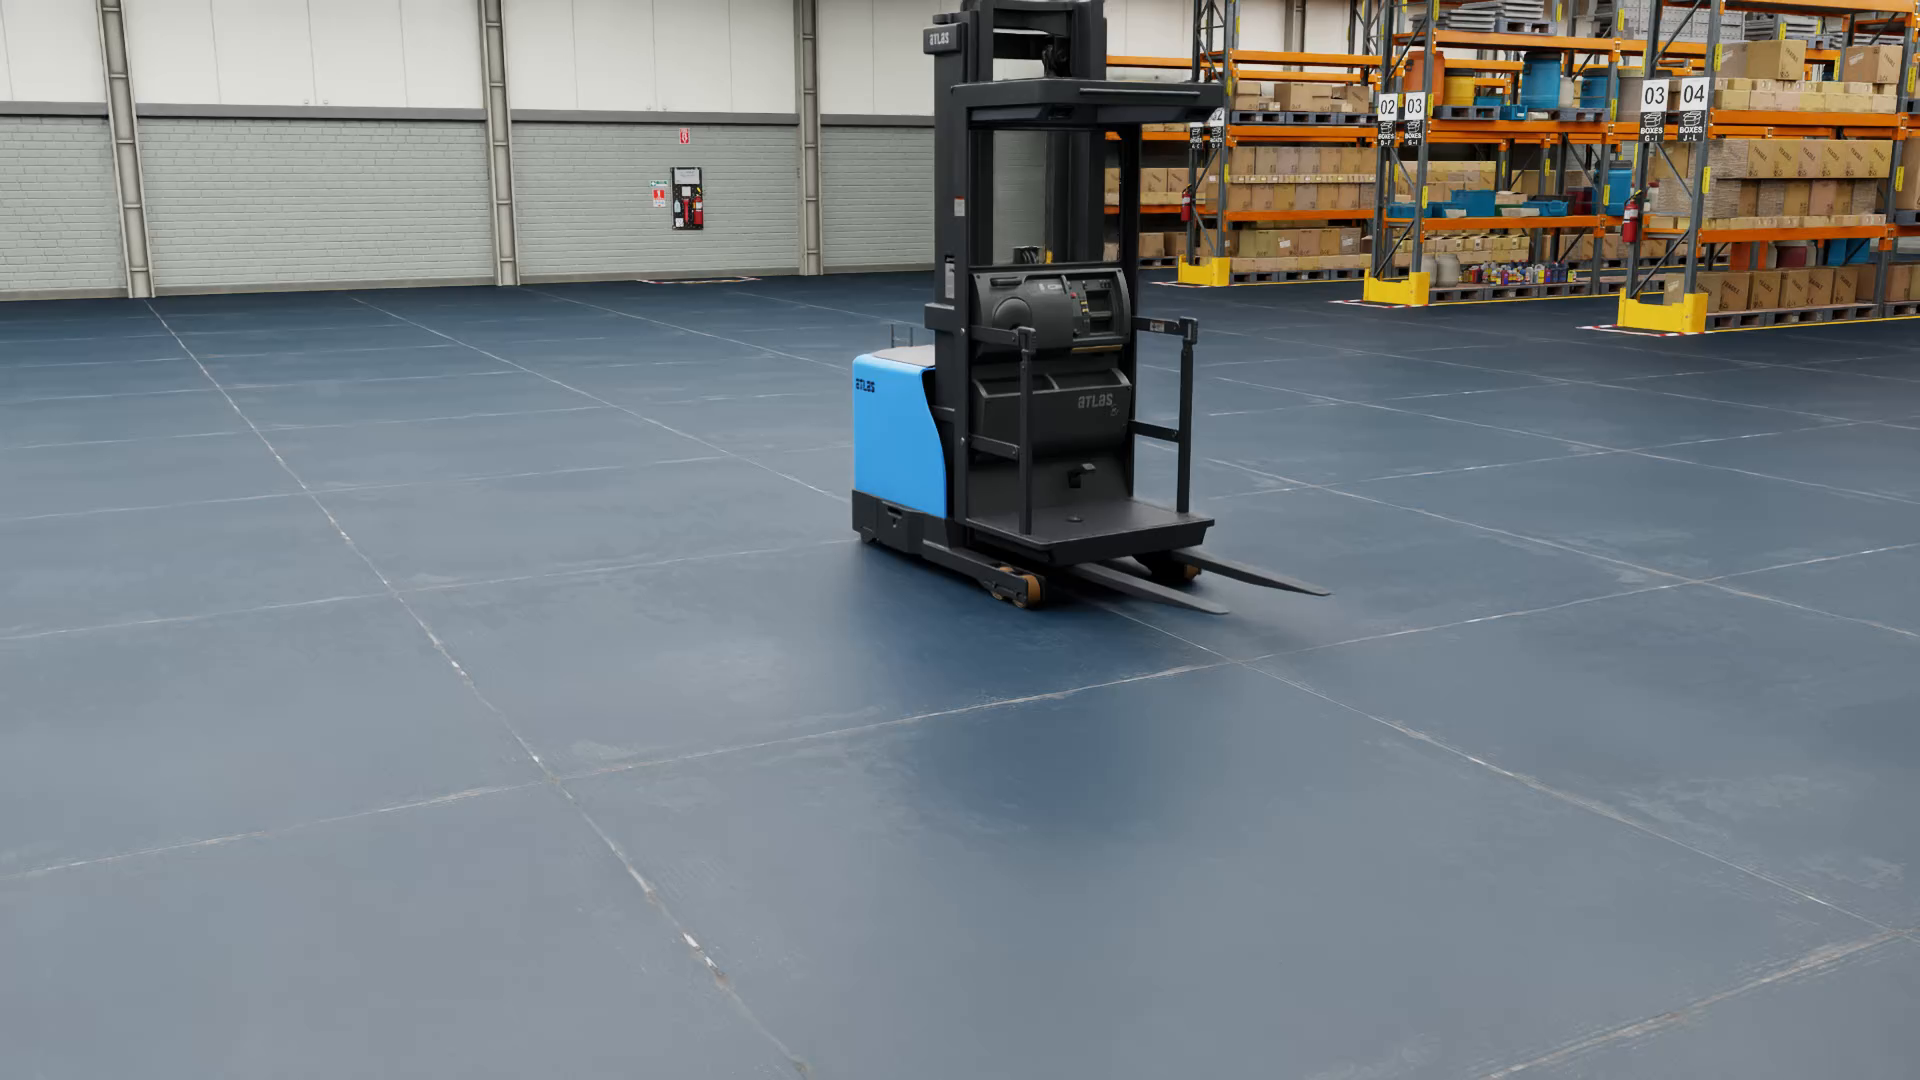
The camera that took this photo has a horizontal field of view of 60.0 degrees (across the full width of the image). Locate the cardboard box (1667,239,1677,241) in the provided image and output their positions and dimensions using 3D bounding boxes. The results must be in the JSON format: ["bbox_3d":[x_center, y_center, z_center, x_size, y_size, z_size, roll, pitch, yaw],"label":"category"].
[{"bbox_3d":[15.380,-6.542,36.538,0.500,0.500,0.500,-7,14,-28],"label":"cardboard box"}]

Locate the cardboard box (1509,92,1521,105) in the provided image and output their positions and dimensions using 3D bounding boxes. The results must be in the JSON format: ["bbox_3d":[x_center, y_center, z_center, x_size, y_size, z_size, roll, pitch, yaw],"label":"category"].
[{"bbox_3d":[13.399,-10.417,39.683,0.500,0.500,0.500,-7,14,-28],"label":"cardboard box"}]

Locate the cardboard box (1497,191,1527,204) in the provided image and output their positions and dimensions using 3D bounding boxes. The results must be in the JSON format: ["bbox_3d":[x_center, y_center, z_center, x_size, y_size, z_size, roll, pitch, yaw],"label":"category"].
[{"bbox_3d":[11.165,-6.938,33.810,0.500,0.311,0.500,-6,14,-24],"label":"cardboard box"}]

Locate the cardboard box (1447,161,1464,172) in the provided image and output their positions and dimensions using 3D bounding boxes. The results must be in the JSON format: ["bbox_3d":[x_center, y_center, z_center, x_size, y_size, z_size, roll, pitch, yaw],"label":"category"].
[{"bbox_3d":[11.451,-8.752,39.008,0.500,0.250,0.500,-7,14,-27],"label":"cardboard box"}]

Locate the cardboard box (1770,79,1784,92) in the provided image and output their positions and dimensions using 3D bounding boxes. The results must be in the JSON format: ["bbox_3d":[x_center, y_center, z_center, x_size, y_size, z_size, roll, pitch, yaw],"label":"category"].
[{"bbox_3d":[10.504,-5.928,21.721,0.250,0.149,0.380,-7,14,-28],"label":"cardboard box"}]

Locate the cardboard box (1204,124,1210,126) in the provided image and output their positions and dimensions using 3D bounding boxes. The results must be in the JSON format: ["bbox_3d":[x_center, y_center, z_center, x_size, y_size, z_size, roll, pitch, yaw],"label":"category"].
[{"bbox_3d":[5.290,-8.966,35.512,0.500,0.500,0.500,-6,14,-26],"label":"cardboard box"}]

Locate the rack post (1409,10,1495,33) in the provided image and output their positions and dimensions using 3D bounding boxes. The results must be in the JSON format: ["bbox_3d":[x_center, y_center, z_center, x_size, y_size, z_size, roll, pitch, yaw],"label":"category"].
[{"bbox_3d":[7.578,-7.953,25.590,0.954,0.300,0.937,-5,14,-22],"label":"rack post"}]

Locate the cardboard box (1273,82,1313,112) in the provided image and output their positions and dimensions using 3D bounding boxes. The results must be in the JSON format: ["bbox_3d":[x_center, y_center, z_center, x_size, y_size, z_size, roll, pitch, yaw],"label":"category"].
[{"bbox_3d":[6.072,-8.077,30.333,0.500,0.500,0.500,-7,14,-28],"label":"cardboard box"}]

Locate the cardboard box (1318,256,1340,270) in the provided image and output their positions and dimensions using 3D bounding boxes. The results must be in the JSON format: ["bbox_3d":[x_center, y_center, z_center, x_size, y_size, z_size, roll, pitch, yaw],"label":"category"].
[{"bbox_3d":[6.816,-5.257,31.443,0.500,0.250,0.500,-7,14,-28],"label":"cardboard box"}]

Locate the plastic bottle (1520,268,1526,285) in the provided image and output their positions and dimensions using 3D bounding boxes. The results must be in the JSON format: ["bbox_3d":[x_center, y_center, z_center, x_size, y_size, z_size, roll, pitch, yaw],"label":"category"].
[{"bbox_3d":[9.160,-4.297,27.083,0.097,0.271,0.097,0,13,0],"label":"plastic bottle"}]

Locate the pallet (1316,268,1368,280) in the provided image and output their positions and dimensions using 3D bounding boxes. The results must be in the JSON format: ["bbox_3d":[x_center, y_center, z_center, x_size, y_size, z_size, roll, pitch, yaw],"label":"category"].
[{"bbox_3d":[7.276,-5.155,32.033,1.213,0.211,1.003,-7,14,-28],"label":"pallet"}]

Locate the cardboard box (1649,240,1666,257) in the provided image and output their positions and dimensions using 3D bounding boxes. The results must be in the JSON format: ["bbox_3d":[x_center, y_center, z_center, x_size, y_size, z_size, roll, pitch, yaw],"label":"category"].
[{"bbox_3d":[14.720,-6.320,35.552,0.500,0.500,0.500,-7,14,-28],"label":"cardboard box"}]

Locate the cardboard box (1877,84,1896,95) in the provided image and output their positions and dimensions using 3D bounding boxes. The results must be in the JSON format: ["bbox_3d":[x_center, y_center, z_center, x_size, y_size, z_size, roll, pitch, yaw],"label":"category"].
[{"bbox_3d":[12.591,-6.176,22.822,0.250,0.149,0.380,-6,14,-26],"label":"cardboard box"}]

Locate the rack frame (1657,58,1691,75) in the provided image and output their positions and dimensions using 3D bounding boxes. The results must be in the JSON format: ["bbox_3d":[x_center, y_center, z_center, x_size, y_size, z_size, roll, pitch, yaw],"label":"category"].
[{"bbox_3d":[15.016,-10.359,35.144,0.127,3.000,1.000,-7,14,-28],"label":"rack frame"}]

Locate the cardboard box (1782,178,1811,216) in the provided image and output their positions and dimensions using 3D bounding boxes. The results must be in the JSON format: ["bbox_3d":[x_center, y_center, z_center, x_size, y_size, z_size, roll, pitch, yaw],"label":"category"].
[{"bbox_3d":[11.008,-4.677,22.655,0.500,0.500,0.875,-7,14,-28],"label":"cardboard box"}]

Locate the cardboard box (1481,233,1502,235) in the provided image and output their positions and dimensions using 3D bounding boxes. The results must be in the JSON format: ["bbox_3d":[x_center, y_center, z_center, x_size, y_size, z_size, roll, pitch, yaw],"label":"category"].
[{"bbox_3d":[10.905,-6.150,34.133,0.500,0.311,0.500,-6,14,-26],"label":"cardboard box"}]

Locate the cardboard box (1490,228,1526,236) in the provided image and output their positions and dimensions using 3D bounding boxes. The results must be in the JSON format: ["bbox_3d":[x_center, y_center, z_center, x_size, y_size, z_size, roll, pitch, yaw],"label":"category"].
[{"bbox_3d":[13.345,-7.431,40.533,0.500,0.500,0.700,-7,14,-27],"label":"cardboard box"}]

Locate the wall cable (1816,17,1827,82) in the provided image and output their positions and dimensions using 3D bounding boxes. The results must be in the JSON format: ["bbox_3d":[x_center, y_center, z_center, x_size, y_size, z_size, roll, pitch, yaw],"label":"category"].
[{"bbox_3d":[22.582,-12.688,41.061,0.112,2.526,3.097,-7,14,-28],"label":"wall cable"}]

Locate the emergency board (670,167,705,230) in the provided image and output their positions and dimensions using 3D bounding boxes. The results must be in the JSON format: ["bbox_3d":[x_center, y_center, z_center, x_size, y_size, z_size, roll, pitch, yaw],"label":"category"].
[{"bbox_3d":[-5.147,-6.481,31.574,0.643,1.169,0.194,-7,14,-28],"label":"emergency board"}]

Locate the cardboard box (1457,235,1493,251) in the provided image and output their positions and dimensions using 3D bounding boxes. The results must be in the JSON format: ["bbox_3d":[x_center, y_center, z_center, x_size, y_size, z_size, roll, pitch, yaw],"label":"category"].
[{"bbox_3d":[10.266,-5.937,33.189,0.500,0.311,0.500,-7,14,-28],"label":"cardboard box"}]

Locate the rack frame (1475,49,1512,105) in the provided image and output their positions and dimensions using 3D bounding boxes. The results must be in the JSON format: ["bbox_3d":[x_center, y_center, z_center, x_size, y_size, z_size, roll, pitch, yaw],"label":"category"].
[{"bbox_3d":[12.639,-11.313,39.384,0.127,3.000,1.000,-7,14,-28],"label":"rack frame"}]

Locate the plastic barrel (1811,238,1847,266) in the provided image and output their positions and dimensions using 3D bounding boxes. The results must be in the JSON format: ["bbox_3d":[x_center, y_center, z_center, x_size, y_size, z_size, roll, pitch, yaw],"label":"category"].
[{"bbox_3d":[16.279,-5.530,31.173,0.708,0.901,0.600,-7,14,-28],"label":"plastic barrel"}]

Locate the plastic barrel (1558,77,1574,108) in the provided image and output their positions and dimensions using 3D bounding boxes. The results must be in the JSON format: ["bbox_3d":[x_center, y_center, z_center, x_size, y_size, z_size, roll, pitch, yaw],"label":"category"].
[{"bbox_3d":[9.892,-7.351,27.399,0.421,0.512,0.421,0,13,0],"label":"plastic barrel"}]

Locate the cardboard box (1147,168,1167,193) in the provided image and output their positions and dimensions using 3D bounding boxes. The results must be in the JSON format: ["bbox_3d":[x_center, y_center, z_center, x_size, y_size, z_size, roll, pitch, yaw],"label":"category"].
[{"bbox_3d":[4.012,-7.579,35.041,0.500,0.500,0.500,-6,14,-26],"label":"cardboard box"}]

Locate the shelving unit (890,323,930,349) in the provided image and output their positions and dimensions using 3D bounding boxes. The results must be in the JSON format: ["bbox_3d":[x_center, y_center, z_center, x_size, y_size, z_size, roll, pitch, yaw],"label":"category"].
[{"bbox_3d":[-0.136,-0.701,9.990,0.503,1.200,0.258,-8,15,-31],"label":"shelving unit"}]

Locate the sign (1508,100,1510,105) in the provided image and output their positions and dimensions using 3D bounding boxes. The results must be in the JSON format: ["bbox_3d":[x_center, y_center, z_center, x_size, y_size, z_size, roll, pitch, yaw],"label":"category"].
[{"bbox_3d":[11.247,-8.832,34.012,0.005,0.325,0.100,-7,14,-28],"label":"sign"}]

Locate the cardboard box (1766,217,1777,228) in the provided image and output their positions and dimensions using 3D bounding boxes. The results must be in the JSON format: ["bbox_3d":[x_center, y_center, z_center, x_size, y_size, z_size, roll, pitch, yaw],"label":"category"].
[{"bbox_3d":[10.685,-4.255,22.255,0.250,0.149,0.380,-7,14,-28],"label":"cardboard box"}]

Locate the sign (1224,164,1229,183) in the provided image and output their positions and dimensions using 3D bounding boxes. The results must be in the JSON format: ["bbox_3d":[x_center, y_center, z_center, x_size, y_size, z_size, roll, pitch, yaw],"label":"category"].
[{"bbox_3d":[4.744,-6.523,29.611,0.005,0.325,0.100,-7,14,-28],"label":"sign"}]

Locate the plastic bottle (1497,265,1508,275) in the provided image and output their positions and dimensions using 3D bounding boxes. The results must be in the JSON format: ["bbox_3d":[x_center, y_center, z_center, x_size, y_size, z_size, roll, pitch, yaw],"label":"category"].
[{"bbox_3d":[9.011,-4.426,27.646,0.135,0.276,0.152,-7,14,-28],"label":"plastic bottle"}]

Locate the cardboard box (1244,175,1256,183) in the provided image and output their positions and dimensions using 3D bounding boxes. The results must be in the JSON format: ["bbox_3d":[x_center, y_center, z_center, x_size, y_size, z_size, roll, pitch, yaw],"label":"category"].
[{"bbox_3d":[5.161,-6.563,30.236,0.250,0.149,0.380,-7,15,-29],"label":"cardboard box"}]

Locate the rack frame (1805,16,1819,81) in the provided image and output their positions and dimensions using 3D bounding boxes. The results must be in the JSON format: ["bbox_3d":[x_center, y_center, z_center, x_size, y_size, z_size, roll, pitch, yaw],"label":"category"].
[{"bbox_3d":[18.527,-10.780,37.014,0.127,3.000,1.000,-7,14,-28],"label":"rack frame"}]

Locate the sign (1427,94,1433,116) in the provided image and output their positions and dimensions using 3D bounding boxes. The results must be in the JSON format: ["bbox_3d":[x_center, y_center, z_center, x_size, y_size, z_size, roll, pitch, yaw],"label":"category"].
[{"bbox_3d":[7.113,-6.576,25.146,0.005,0.325,0.100,-7,14,-28],"label":"sign"}]

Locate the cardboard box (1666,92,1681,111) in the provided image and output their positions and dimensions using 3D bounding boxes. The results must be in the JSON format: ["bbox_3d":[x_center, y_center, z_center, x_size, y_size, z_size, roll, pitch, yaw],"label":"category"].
[{"bbox_3d":[9.528,-5.750,21.838,0.500,0.250,0.500,-6,14,-27],"label":"cardboard box"}]

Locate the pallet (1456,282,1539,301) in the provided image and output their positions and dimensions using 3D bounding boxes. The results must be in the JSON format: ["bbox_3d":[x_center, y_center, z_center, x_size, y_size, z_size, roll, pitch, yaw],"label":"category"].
[{"bbox_3d":[8.683,-4.083,27.273,1.213,0.211,1.003,-7,14,-28],"label":"pallet"}]

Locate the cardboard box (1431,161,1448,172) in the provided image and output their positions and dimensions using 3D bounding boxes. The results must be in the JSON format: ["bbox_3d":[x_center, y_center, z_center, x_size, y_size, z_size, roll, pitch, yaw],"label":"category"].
[{"bbox_3d":[11.004,-8.698,38.769,0.500,0.250,0.500,-7,15,-29],"label":"cardboard box"}]

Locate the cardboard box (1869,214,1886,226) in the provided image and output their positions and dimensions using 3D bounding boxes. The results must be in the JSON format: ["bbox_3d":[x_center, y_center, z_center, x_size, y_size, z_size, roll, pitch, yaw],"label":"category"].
[{"bbox_3d":[12.690,-4.479,23.253,0.250,0.149,0.380,-7,14,-28],"label":"cardboard box"}]

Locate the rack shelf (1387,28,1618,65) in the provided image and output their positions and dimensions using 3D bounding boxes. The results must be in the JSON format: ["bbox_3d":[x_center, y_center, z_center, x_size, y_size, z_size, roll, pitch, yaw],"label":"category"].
[{"bbox_3d":[8.609,-7.806,26.349,4.000,0.370,1.077,-7,14,-28],"label":"rack shelf"}]

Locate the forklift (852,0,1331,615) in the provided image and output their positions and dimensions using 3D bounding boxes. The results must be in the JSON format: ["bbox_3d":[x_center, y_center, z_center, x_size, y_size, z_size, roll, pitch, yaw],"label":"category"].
[{"bbox_3d":[0.593,-1.214,8.329,1.130,2.935,3.031,-8,15,-31],"label":"forklift"}]

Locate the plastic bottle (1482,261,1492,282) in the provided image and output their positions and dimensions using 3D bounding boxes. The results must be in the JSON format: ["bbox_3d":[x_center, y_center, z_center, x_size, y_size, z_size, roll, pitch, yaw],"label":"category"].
[{"bbox_3d":[8.755,-4.469,27.666,0.185,0.351,0.144,-6,14,-26],"label":"plastic bottle"}]

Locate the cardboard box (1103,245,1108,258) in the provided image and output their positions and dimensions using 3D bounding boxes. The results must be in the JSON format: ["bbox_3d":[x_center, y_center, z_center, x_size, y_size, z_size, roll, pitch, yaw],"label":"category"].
[{"bbox_3d":[2.757,-6.082,34.926,0.500,0.311,0.500,-9,15,-34],"label":"cardboard box"}]

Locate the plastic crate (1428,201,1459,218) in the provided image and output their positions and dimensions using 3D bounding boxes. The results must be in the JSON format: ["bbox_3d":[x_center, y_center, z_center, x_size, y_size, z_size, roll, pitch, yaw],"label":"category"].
[{"bbox_3d":[7.722,-5.320,26.755,0.408,0.251,0.499,-7,14,-28],"label":"plastic crate"}]

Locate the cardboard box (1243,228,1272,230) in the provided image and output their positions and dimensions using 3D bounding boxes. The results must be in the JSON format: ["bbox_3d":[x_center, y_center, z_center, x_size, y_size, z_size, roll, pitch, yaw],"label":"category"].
[{"bbox_3d":[5.682,-5.621,31.352,0.500,0.500,0.500,-7,14,-28],"label":"cardboard box"}]

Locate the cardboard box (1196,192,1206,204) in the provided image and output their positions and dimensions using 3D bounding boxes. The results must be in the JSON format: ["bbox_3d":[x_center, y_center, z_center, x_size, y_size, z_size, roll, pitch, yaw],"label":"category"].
[{"bbox_3d":[4.905,-7.322,35.610,0.500,0.250,0.500,-7,14,-28],"label":"cardboard box"}]

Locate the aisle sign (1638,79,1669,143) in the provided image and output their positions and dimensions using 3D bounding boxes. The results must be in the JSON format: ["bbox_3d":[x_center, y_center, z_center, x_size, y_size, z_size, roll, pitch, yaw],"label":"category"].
[{"bbox_3d":[9.028,-5.580,21.651,0.004,0.787,0.394,-7,14,-28],"label":"aisle sign"}]

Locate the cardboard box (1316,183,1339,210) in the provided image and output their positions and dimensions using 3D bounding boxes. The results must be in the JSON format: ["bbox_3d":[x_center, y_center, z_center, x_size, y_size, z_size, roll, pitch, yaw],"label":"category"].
[{"bbox_3d":[6.706,-6.483,31.356,0.500,0.500,0.700,-7,14,-27],"label":"cardboard box"}]

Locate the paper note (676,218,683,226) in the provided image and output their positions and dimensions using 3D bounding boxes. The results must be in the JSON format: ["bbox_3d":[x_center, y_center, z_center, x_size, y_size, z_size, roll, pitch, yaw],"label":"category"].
[{"bbox_3d":[-5.336,-6.046,31.647,0.142,0.148,0.016,-7,14,-28],"label":"paper note"}]

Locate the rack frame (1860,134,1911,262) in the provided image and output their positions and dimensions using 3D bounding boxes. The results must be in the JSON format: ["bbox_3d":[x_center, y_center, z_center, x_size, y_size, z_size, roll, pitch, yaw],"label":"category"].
[{"bbox_3d":[17.386,-6.477,31.559,0.127,3.000,1.000,-7,14,-28],"label":"rack frame"}]

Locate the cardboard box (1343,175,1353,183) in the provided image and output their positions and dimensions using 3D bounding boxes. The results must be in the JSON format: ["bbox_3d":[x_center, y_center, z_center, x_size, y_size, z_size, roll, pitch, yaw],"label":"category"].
[{"bbox_3d":[7.181,-6.805,31.308,0.250,0.149,0.380,-7,14,-28],"label":"cardboard box"}]

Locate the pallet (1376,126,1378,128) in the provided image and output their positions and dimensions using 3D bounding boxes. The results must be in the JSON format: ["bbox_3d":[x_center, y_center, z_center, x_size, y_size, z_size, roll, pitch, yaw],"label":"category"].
[{"bbox_3d":[8.762,-8.056,32.178,1.217,0.209,0.805,-8,15,-30],"label":"pallet"}]

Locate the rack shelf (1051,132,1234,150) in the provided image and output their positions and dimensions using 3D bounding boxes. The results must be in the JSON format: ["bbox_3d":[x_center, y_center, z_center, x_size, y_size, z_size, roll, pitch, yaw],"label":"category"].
[{"bbox_3d":[3.862,-8.447,35.118,4.000,0.370,1.077,-7,14,-28],"label":"rack shelf"}]

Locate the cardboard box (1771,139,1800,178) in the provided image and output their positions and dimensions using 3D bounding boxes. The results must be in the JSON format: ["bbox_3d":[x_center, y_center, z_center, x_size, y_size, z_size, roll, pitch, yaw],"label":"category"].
[{"bbox_3d":[10.720,-5.052,22.041,0.500,0.500,0.500,-7,14,-28],"label":"cardboard box"}]

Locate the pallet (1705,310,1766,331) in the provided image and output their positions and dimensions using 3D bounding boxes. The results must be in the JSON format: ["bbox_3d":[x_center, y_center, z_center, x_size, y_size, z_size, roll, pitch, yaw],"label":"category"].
[{"bbox_3d":[10.023,-2.987,22.399,1.213,0.211,1.003,-7,14,-28],"label":"pallet"}]

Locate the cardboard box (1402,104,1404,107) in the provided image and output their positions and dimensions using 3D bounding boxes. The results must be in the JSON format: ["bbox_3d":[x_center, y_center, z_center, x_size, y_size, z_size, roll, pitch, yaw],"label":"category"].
[{"bbox_3d":[8.540,-8.249,31.984,0.500,0.250,0.500,-5,14,-22],"label":"cardboard box"}]

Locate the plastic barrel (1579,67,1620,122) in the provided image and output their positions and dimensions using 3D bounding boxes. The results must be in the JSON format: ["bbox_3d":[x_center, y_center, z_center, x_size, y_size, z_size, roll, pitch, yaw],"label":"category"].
[{"bbox_3d":[10.707,-7.439,27.859,0.708,0.901,0.600,-7,14,-28],"label":"plastic barrel"}]

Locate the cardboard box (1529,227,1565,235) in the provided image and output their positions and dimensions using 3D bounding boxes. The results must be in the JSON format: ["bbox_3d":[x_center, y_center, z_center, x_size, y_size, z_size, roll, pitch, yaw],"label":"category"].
[{"bbox_3d":[12.261,-6.523,34.745,0.500,0.250,0.500,-6,14,-26],"label":"cardboard box"}]

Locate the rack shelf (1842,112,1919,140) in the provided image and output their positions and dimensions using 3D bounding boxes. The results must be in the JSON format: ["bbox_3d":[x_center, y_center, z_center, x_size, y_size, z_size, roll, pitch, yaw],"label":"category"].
[{"bbox_3d":[14.493,-6.004,24.263,4.000,0.370,1.077,-7,14,-28],"label":"rack shelf"}]

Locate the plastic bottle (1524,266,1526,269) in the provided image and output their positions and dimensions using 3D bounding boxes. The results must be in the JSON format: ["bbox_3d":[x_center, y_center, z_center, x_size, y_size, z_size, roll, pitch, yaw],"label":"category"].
[{"bbox_3d":[9.289,-4.352,27.299,0.133,0.283,0.061,-7,14,-28],"label":"plastic bottle"}]

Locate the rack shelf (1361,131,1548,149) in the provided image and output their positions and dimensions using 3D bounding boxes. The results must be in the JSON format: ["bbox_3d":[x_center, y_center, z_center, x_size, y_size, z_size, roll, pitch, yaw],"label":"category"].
[{"bbox_3d":[9.750,-7.914,32.747,4.000,0.370,1.077,-7,14,-28],"label":"rack shelf"}]
